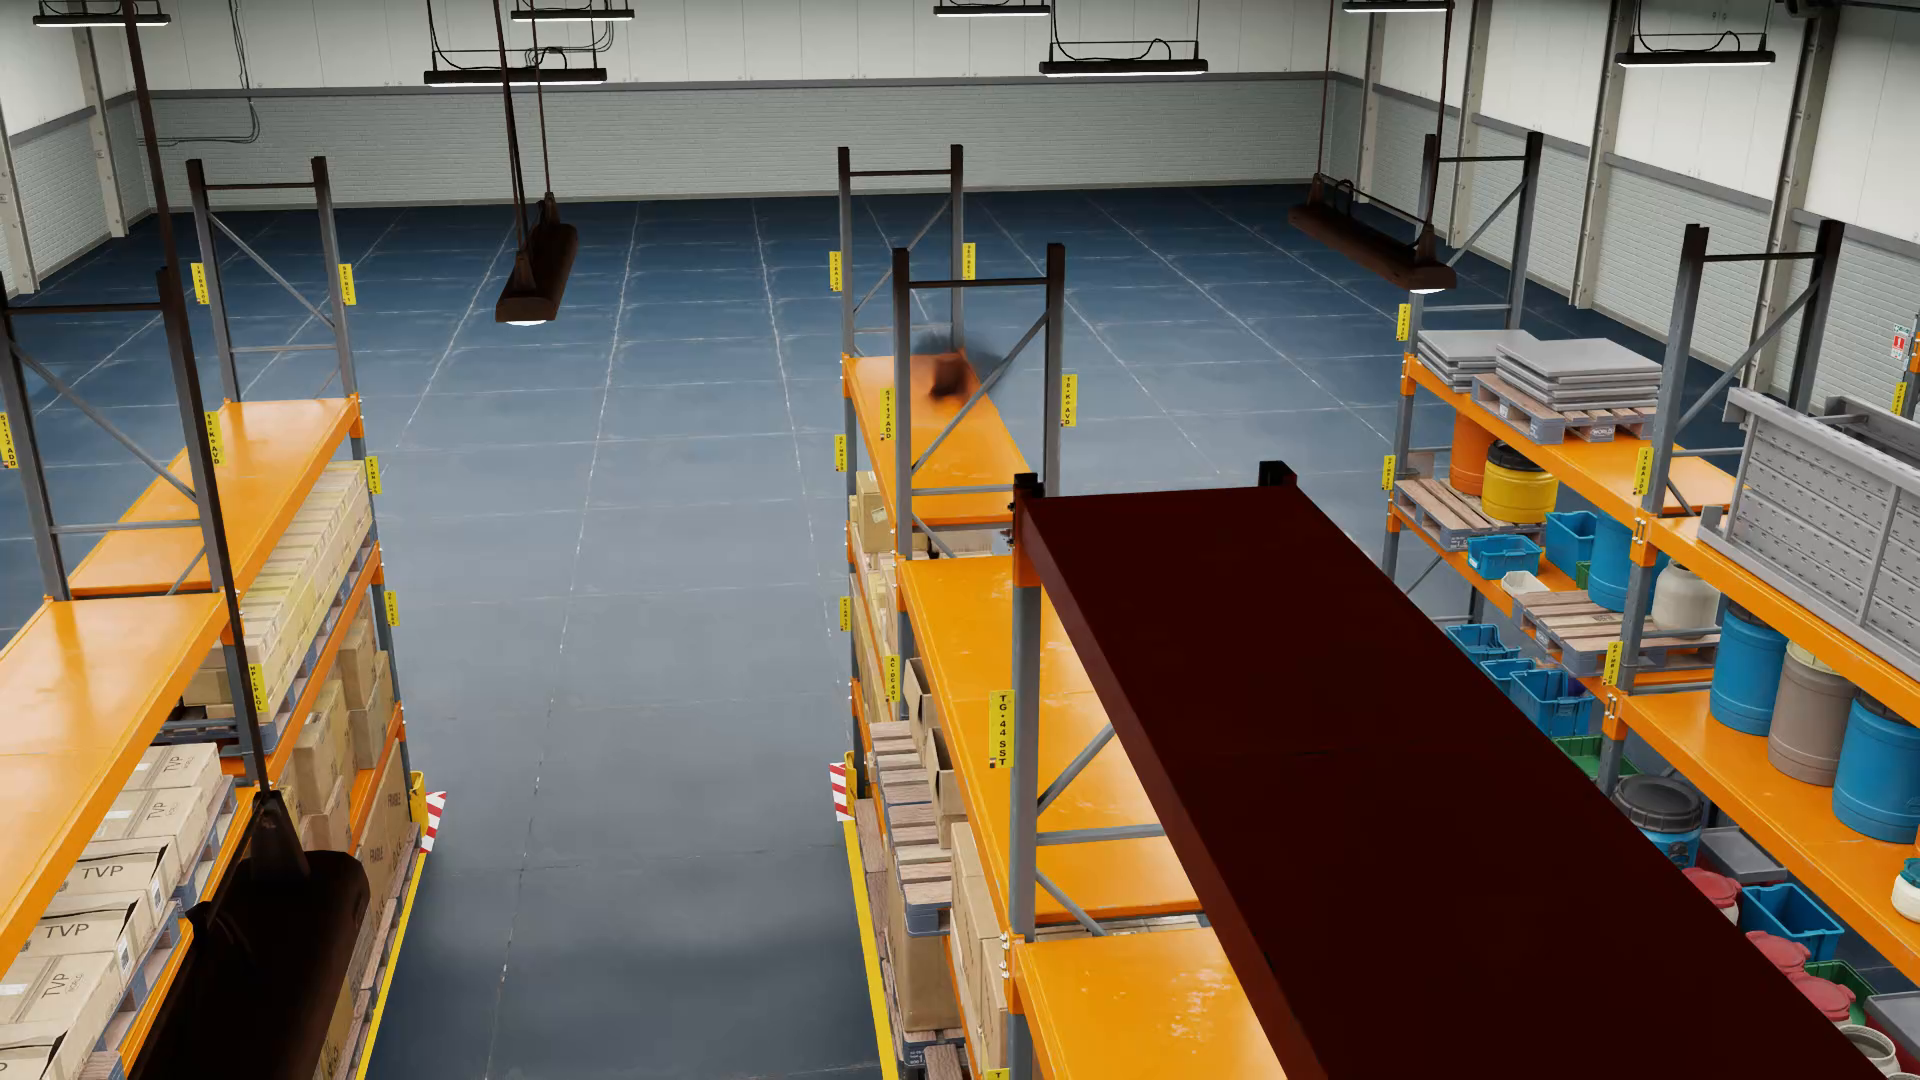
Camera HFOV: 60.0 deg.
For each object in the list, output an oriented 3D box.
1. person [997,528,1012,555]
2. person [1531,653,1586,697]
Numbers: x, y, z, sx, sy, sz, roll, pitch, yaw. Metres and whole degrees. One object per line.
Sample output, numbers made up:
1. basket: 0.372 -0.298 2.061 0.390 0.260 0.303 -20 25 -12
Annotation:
1. person: 0.756 0.287 18.459 0.903 1.792 0.721 5 22 12
2. person: 5.787 1.361 16.040 0.602 1.600 0.542 -11 24 -26
